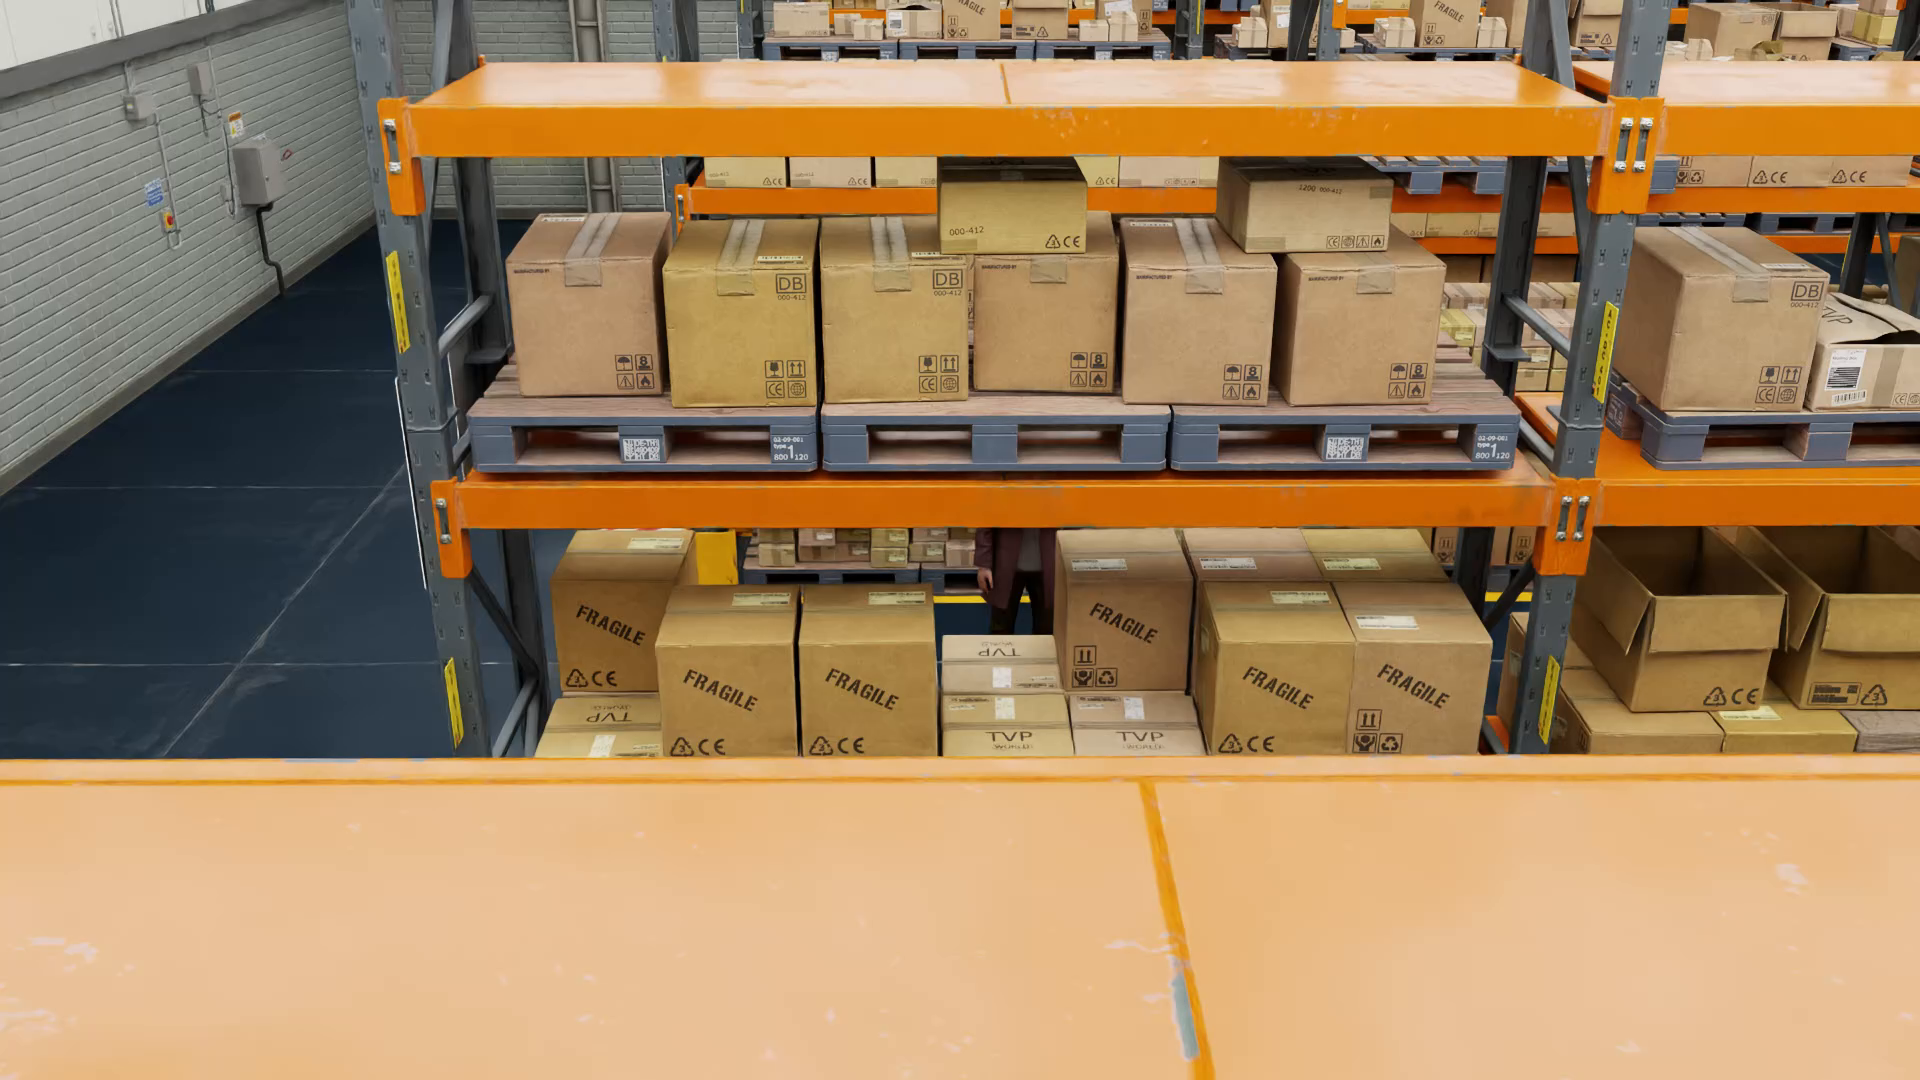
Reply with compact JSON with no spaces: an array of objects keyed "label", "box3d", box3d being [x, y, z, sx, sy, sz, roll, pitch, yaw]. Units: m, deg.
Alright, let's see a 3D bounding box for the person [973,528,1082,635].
[{"label":"person","box3d":[0.404,0.153,9.772,0.655,1.775,0.420,-1,24,-3]}]
